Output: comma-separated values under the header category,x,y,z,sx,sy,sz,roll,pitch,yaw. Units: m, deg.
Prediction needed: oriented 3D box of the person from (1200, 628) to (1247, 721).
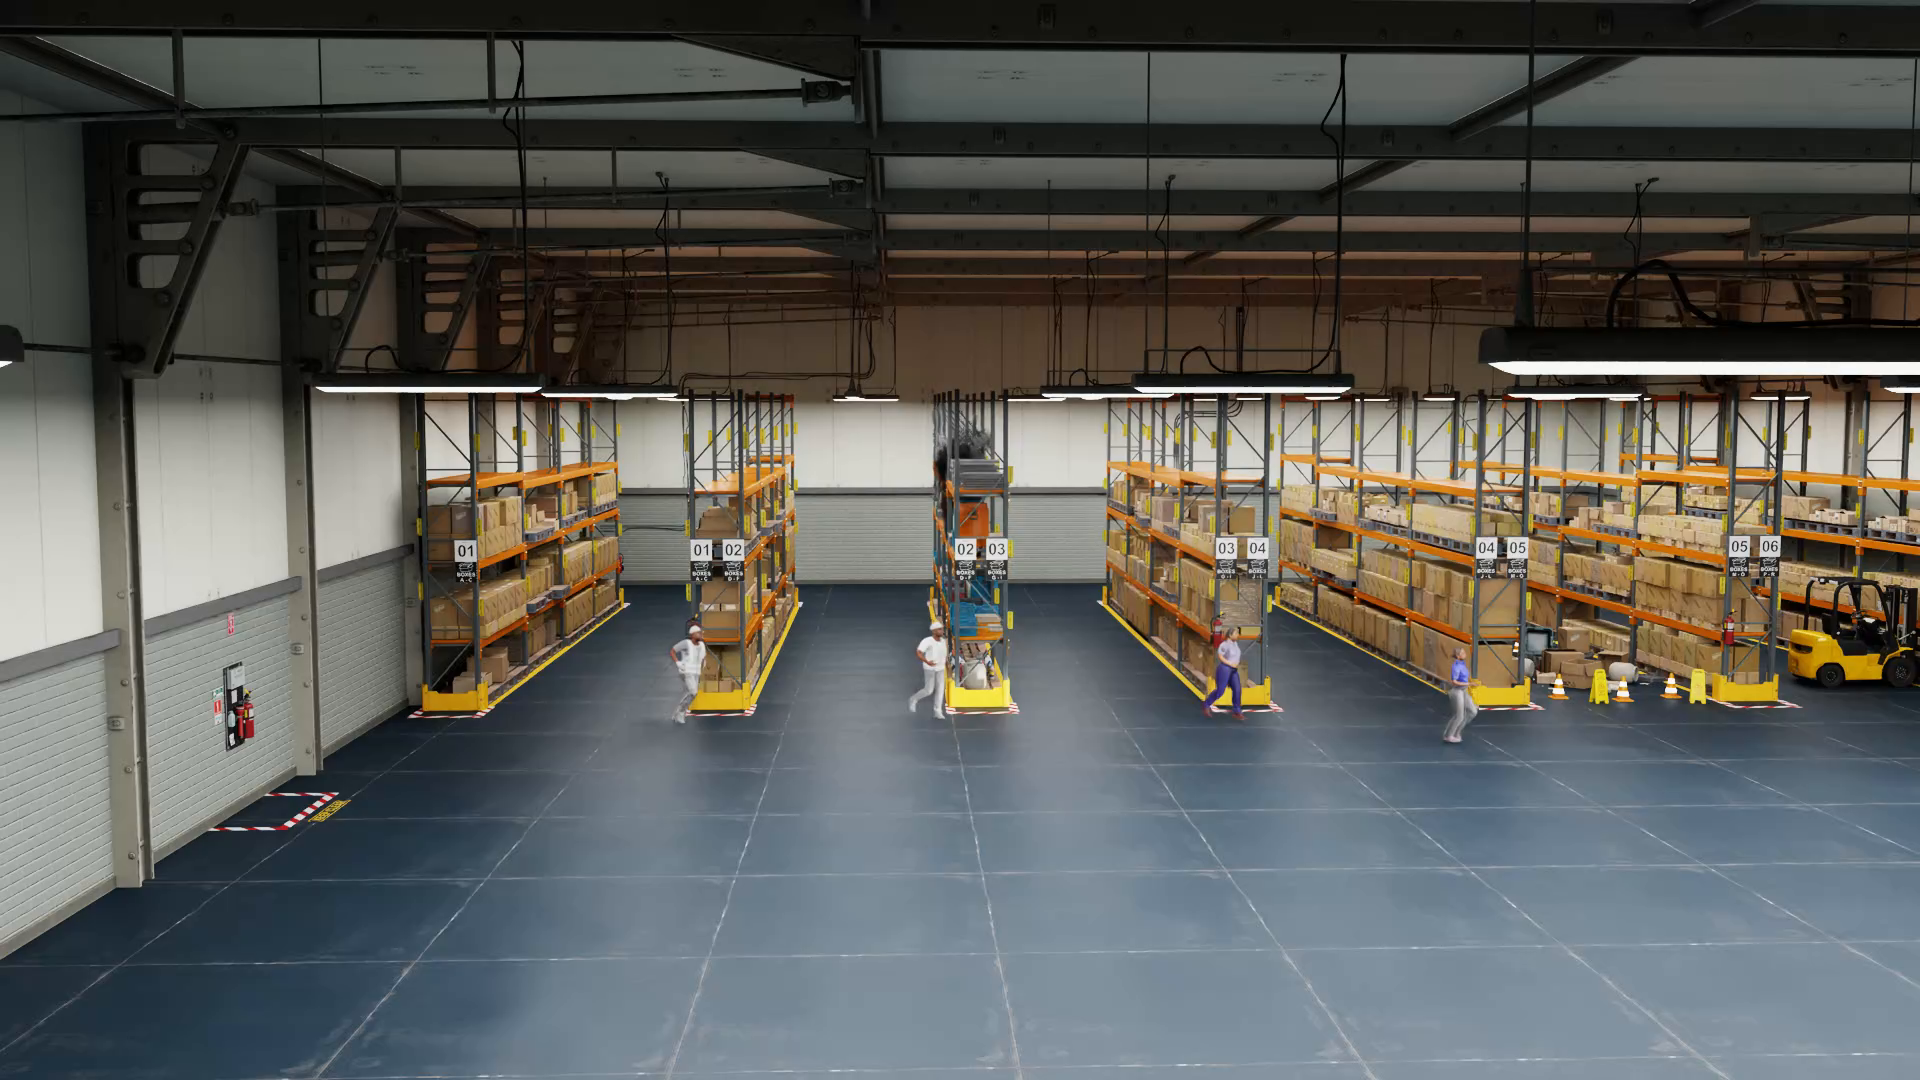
category,x,y,z,sx,sy,sz,roll,pitch,yaw
person,4.906,2.432,30.337,0.882,1.643,0.664,4,6,40

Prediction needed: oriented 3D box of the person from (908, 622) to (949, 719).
category,x,y,z,sx,sy,sz,roll,pitch,yaw
person,-0.453,2.370,30.490,0.765,1.724,0.915,-4,6,-43

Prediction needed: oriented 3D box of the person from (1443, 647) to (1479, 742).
category,x,y,z,sx,sy,sz,roll,pitch,yaw
person,8.491,2.616,28.081,0.611,1.622,0.554,3,6,33

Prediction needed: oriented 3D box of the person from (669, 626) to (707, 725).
category,x,y,z,sx,sy,sz,roll,pitch,yaw
person,-4.837,2.410,29.929,0.626,1.741,0.717,3,6,32
